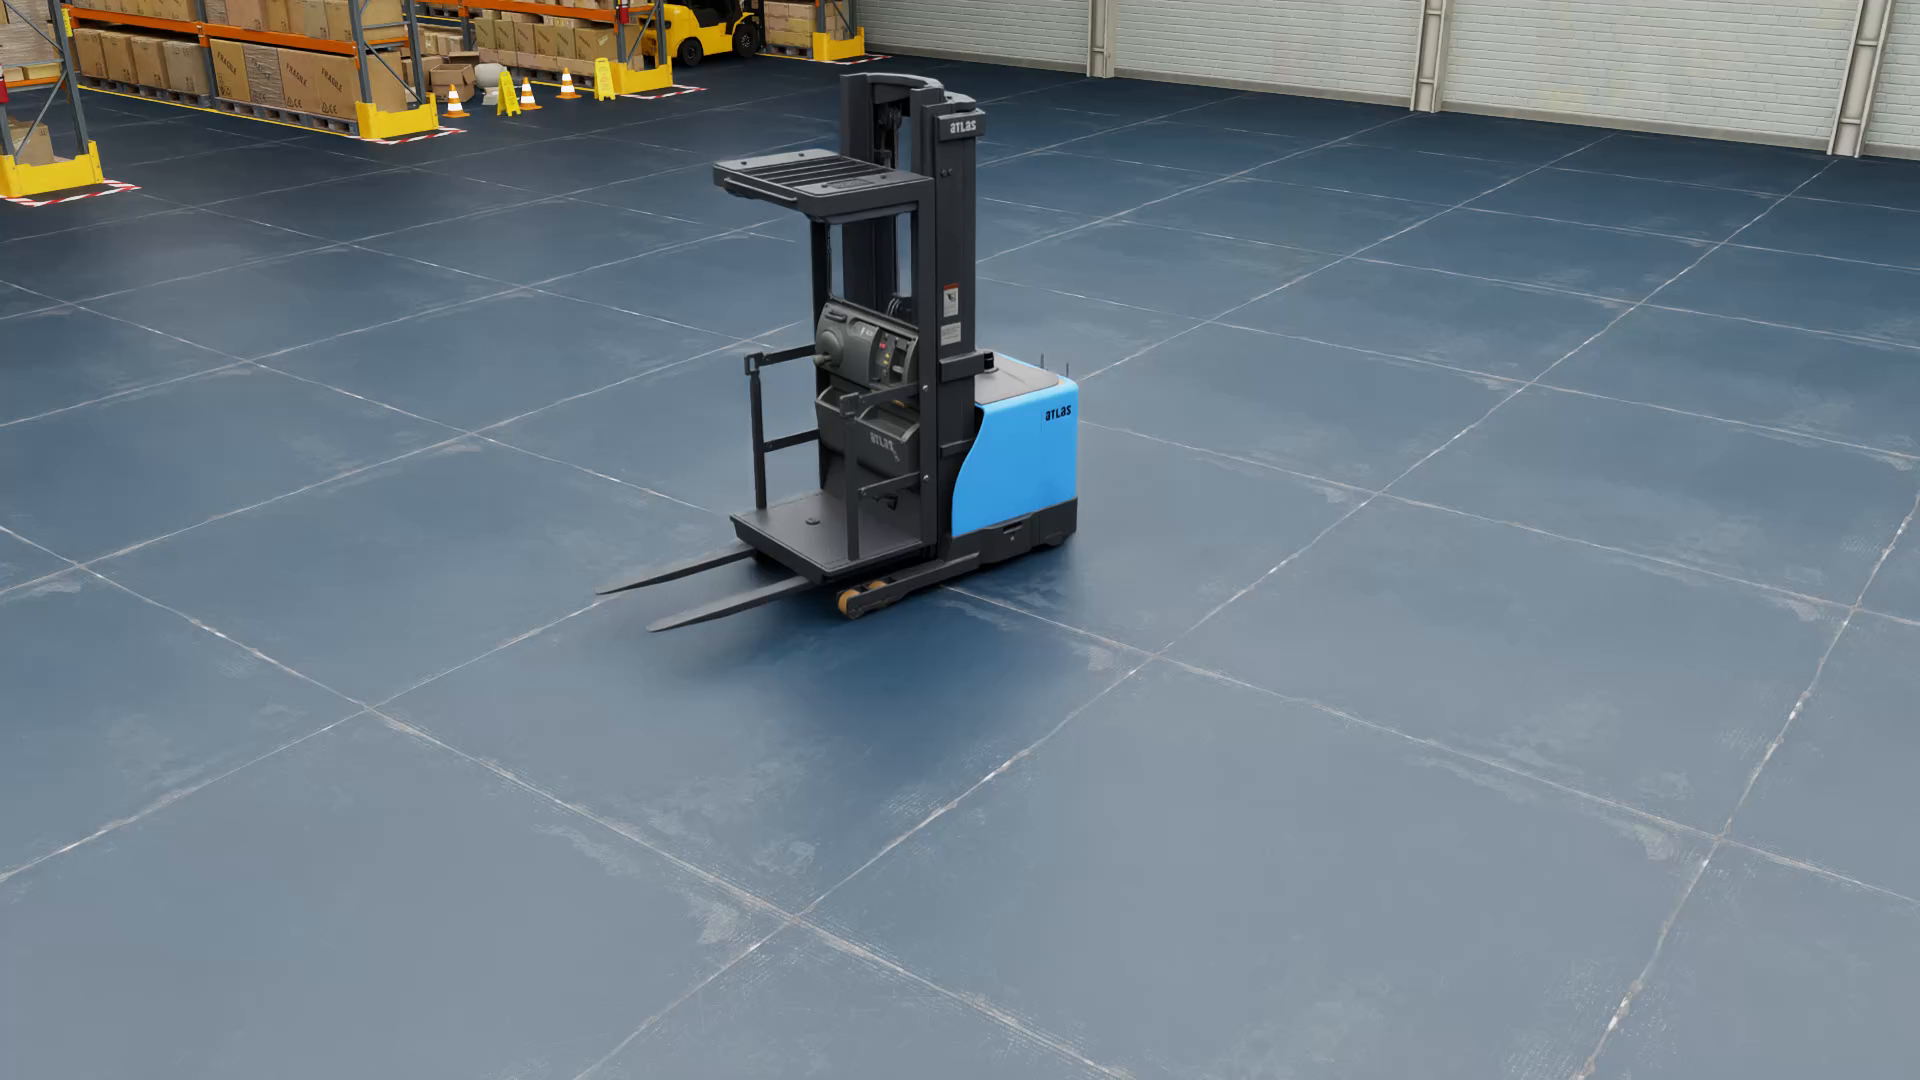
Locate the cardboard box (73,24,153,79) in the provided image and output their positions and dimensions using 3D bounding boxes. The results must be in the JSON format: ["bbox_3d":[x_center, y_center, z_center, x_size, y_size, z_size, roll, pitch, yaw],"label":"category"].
[{"bbox_3d":[-14.138,-8.229,27.977,0.750,0.750,1.050,16,29,33],"label":"cardboard box"}]

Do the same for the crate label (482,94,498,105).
[{"bbox_3d":[-7.459,-7.038,26.553,0.298,0.136,0.250,3,24,6],"label":"crate label"}]

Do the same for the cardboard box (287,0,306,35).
[{"bbox_3d":[-9.319,-7.754,24.443,0.550,0.550,0.875,17,29,33],"label":"cardboard box"}]

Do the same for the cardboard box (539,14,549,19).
[{"bbox_3d":[-7.440,-8.995,29.405,0.500,0.500,0.500,17,29,34],"label":"cardboard box"}]

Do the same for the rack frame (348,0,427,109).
[{"bbox_3d":[-8.169,-7.309,23.617,0.127,3.000,1.000,17,29,33],"label":"rack frame"}]

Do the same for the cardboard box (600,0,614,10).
[{"bbox_3d":[-5.709,-8.837,27.397,0.250,0.149,0.380,18,29,35],"label":"cardboard box"}]

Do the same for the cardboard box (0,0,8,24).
[{"bbox_3d":[-11.813,-6.425,19.880,0.500,0.500,0.500,17,29,33],"label":"cardboard box"}]

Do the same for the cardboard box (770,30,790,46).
[{"bbox_3d":[-3.265,-9.601,31.710,0.500,0.250,0.500,17,29,33],"label":"cardboard box"}]

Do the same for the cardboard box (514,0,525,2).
[{"bbox_3d":[-7.405,-9.290,28.427,0.250,0.149,0.380,17,29,34],"label":"cardboard box"}]

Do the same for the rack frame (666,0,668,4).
[{"bbox_3d":[-5.508,-11.500,33.130,0.127,3.000,1.000,17,29,33],"label":"rack frame"}]

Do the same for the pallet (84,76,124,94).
[{"bbox_3d":[-13.985,-7.752,28.082,1.213,0.211,1.003,17,29,33],"label":"pallet"}]

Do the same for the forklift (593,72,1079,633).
[{"bbox_3d":[-0.715,-1.123,9.663,3.031,2.935,1.130,-18,29,-35],"label":"forklift"}]

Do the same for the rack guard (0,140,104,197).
[{"bbox_3d":[-11.286,-4.607,20.586,0.348,0.500,1.175,17,29,33],"label":"rack guard"}]

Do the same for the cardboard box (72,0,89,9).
[{"bbox_3d":[-14.374,-9.093,27.544,0.500,0.500,0.500,17,29,34],"label":"cardboard box"}]

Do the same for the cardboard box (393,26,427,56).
[{"bbox_3d":[-9.526,-8.518,28.524,0.500,0.500,0.500,17,29,33],"label":"cardboard box"}]

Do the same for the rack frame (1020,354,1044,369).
[{"bbox_3d":[0.470,-0.719,11.079,0.200,1.050,0.008,-18,30,-36],"label":"rack frame"}]

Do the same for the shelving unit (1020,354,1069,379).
[{"bbox_3d":[0.548,-0.681,10.993,0.215,1.050,0.252,-18,30,-36],"label":"shelving unit"}]

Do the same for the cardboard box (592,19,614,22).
[{"bbox_3d":[-7.152,-11.099,34.645,0.625,0.625,0.875,15,28,31],"label":"cardboard box"}]

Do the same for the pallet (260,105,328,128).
[{"bbox_3d":[-9.828,-6.496,25.231,1.213,0.211,1.003,17,29,33],"label":"pallet"}]

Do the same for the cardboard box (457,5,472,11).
[{"bbox_3d":[-10.829,-12.045,36.947,0.500,0.500,0.500,16,28,32],"label":"cardboard box"}]

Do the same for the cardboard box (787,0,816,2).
[{"bbox_3d":[-2.981,-10.221,31.876,0.500,0.250,0.500,17,29,33],"label":"cardboard box"}]

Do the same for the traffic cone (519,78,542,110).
[{"bbox_3d":[-6.793,-7.017,26.101,0.334,0.463,0.336,17,29,33],"label":"traffic cone"}]

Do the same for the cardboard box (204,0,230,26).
[{"bbox_3d":[-11.068,-8.259,25.589,0.550,0.550,0.875,17,29,33],"label":"cardboard box"}]

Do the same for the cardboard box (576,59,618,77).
[{"bbox_3d":[-6.109,-7.978,28.027,0.500,0.250,0.500,17,29,33],"label":"cardboard box"}]

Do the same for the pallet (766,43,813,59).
[{"bbox_3d":[-2.945,-9.428,31.886,1.213,0.211,1.003,17,29,33],"label":"pallet"}]

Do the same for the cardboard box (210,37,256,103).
[{"bbox_3d":[-10.909,-7.321,25.760,0.875,0.875,0.875,17,29,34],"label":"cardboard box"}]

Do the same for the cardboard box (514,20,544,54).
[{"bbox_3d":[-7.323,-8.693,28.719,0.500,0.500,0.500,19,30,36],"label":"cardboard box"}]

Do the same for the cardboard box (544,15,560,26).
[{"bbox_3d":[-6.822,-8.807,28.172,0.250,0.149,0.380,18,30,35],"label":"cardboard box"}]

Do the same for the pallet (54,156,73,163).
[{"bbox_3d":[-11.915,-4.683,21.116,1.213,0.211,1.003,17,29,33],"label":"pallet"}]

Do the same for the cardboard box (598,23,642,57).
[{"bbox_3d":[-5.780,-8.497,28.274,0.500,0.500,0.500,16,28,32],"label":"cardboard box"}]

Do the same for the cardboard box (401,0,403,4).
[{"bbox_3d":[-12.817,-12.502,38.274,0.258,0.266,0.396,18,30,35],"label":"cardboard box"}]

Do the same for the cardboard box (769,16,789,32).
[{"bbox_3d":[-3.279,-9.837,31.625,0.500,0.250,0.500,16,29,33],"label":"cardboard box"}]

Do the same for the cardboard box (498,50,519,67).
[{"bbox_3d":[-7.738,-8.476,29.156,0.500,0.250,0.500,19,30,36],"label":"cardboard box"}]

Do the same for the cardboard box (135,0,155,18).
[{"bbox_3d":[-12.757,-8.606,26.438,0.500,0.500,0.500,17,29,34],"label":"cardboard box"}]

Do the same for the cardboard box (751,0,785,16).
[{"bbox_3d":[-3.685,-10.175,31.772,0.500,0.250,0.500,17,29,34],"label":"cardboard box"}]

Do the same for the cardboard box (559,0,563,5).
[{"bbox_3d":[-6.515,-9.091,27.974,0.250,0.149,0.380,17,29,34],"label":"cardboard box"}]

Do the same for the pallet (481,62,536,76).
[{"bbox_3d":[-7.924,-8.470,29.712,1.213,0.211,1.003,17,29,33],"label":"pallet"}]

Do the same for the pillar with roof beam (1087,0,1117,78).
[{"bbox_3d":[-0.105,-10.897,24.321,0.400,9.000,9.100,17,29,33],"label":"pillar with roof beam"}]

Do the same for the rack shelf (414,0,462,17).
[{"bbox_3d":[-10.083,-10.052,30.736,4.000,0.370,1.077,17,29,33],"label":"rack shelf"}]

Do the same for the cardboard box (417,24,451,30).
[{"bbox_3d":[-10.038,-9.353,30.996,0.625,0.372,0.950,18,29,35],"label":"cardboard box"}]

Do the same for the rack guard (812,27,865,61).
[{"bbox_3d":[-2.288,-9.383,31.425,0.348,0.500,1.175,17,29,33],"label":"rack guard"}]
